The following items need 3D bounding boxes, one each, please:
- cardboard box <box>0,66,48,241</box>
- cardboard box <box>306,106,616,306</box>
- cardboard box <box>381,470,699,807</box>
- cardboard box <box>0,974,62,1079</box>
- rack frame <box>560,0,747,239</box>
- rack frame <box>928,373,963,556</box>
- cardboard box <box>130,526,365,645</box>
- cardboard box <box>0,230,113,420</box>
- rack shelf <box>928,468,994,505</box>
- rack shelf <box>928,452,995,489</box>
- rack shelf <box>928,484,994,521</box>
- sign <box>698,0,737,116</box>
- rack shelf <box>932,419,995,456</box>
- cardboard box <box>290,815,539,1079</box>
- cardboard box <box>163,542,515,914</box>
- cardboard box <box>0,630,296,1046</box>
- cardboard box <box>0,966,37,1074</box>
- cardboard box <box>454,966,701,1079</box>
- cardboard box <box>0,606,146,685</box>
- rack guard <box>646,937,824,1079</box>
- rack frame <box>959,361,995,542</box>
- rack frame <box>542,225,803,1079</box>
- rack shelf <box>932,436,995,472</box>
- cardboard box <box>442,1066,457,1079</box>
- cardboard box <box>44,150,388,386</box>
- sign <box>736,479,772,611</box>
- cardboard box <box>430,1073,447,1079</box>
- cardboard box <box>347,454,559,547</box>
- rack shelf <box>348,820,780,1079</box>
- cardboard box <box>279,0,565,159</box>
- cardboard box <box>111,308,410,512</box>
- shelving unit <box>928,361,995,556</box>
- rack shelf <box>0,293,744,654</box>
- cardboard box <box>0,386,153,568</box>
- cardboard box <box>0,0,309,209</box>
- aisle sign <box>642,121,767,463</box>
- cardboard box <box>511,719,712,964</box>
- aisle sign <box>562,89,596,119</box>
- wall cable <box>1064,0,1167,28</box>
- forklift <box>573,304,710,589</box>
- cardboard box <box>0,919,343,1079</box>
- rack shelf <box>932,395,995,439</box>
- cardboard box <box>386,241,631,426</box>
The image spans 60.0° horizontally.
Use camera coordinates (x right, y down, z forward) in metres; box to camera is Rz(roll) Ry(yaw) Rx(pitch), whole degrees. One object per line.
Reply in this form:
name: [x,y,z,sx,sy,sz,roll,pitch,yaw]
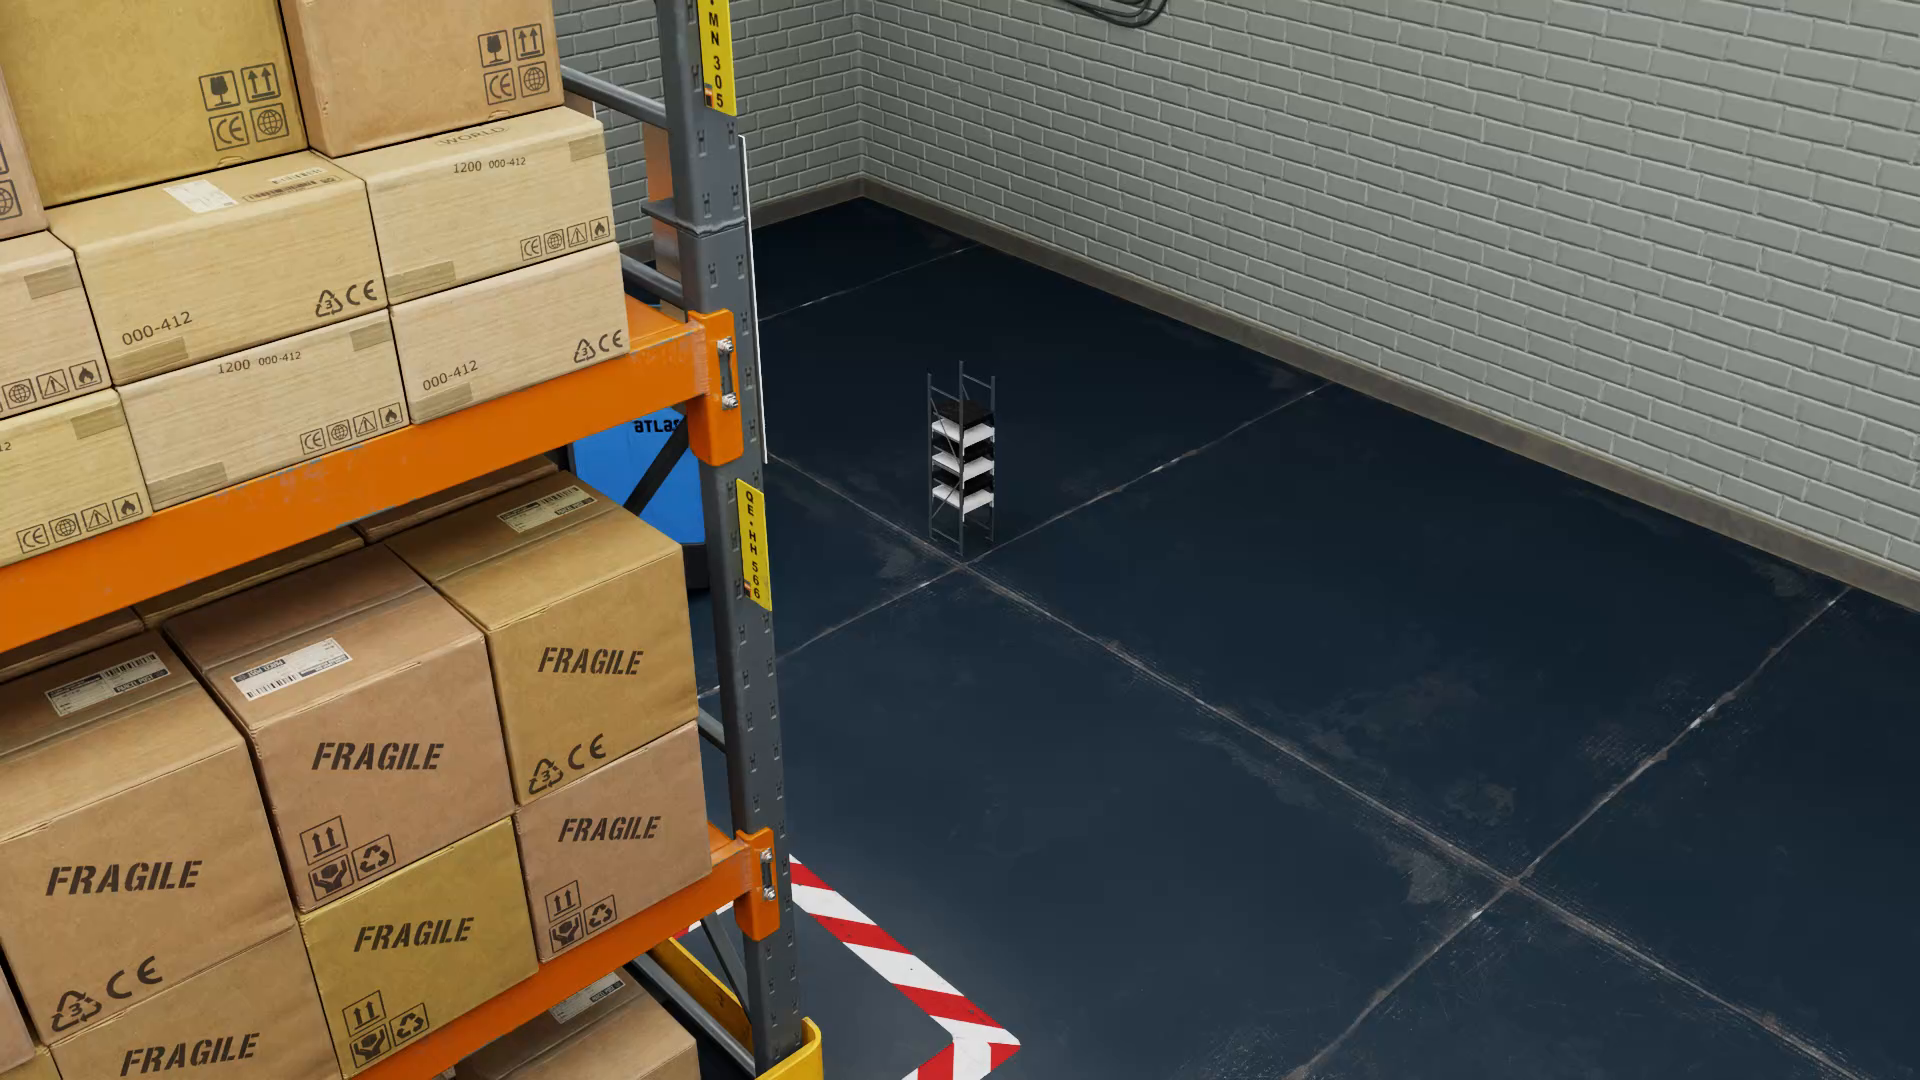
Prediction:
cardboard box: [-1.934,-0.774,2.710,0.500,0.500,0.700,-26,40,-35]
cardboard box: [-1.053,-0.726,3.351,0.500,0.250,0.500,-26,40,-35]
cardboard box: [-0.989,0.217,3.965,0.500,0.500,0.500,-26,40,-36]
cardboard box: [-2.111,1.183,3.344,0.500,0.500,0.500,-26,40,-36]
rack frame: [-0.850,-2.136,3.117,0.127,3.000,1.000,-26,40,-35]
rack frame: [-0.069,-0.351,7.961,0.006,0.900,0.240,-26,40,-35]
cardboard box: [-1.733,0.199,3.995,0.500,0.500,0.500,-25,40,-35]
cardboard box: [-1.789,-0.372,2.773,0.500,0.250,0.500,-26,40,-35]
rack shelf: [0.006,-0.282,8.084,0.200,0.077,0.258,-26,40,-35]
rack shelf: [0.006,-0.358,8.037,0.200,0.077,0.258,-26,40,-35]
rack shelf: [0.006,-0.205,8.131,0.200,0.077,0.258,-26,40,-35]
sign: [-0.487,-1.014,3.310,0.005,0.325,0.100,-26,40,-35]
rack shelf: [0.006,-0.512,7.943,0.200,0.077,0.258,-26,40,-35]
cardboard box: [-1.371,0.829,3.923,0.500,0.500,0.500,-25,40,-35]
cardboard box: [-1.359,0.397,3.671,0.500,0.500,0.500,-25,39,-34]
cardboard box: [-1.736,0.583,3.368,0.500,0.500,0.500,-25,39,-34]
cardboard box: [-2.113,0.765,3.070,0.500,0.500,0.500,-24,39,-34]
cardboard box: [-1.081,1.589,4.750,0.500,0.500,0.500,-26,40,-35]
cardboard box: [-2.103,0.375,3.707,0.500,0.500,0.500,-25,39,-35]
rack guard: [-0.906,1.517,5.290,0.348,0.500,1.175,-26,40,-35]
rack frame: [0.081,-0.423,8.079,0.006,0.900,0.240,-26,40,-35]
rack frame: [-0.850,0.424,4.682,0.127,3.000,1.000,-26,40,-35]
rack shelf: [0.006,-0.435,7.990,0.200,0.077,0.258,-26,40,-35]
cardboard box: [-1.574,1.550,5.133,0.250,0.166,0.380,-26,40,-35]
cardboard box: [-1.420,-0.548,3.060,0.500,0.250,0.500,-26,40,-35]
sign: [-0.487,0.014,3.939,0.005,0.325,0.100,-26,40,-35]
cardboard box: [-1.808,1.671,4.857,0.500,0.250,0.500,-26,40,-35]
cardboard box: [-1.355,0.011,4.303,0.500,0.500,0.500,-24,39,-34]
rack shelf: [-2.317,1.440,3.709,4.000,0.370,1.077,-26,40,-35]
cardboard box: [-1.216,-1.137,3.304,0.500,0.500,0.700,-26,40,-35]
cardboard box: [-1.422,-0.336,3.192,0.500,0.250,0.500,-26,40,-35]
shelving unit: [0.006,-0.387,8.020,0.210,0.900,0.258,-26,40,-35]
rack shelf: [-2.317,0.160,2.927,4.000,0.370,1.077,-26,40,-35]
cardboard box: [-1.779,-0.154,2.894,0.500,0.250,0.500,-26,40,-35]
cardboard box: [-1.640,-0.992,3.067,0.500,0.500,0.700,-26,40,-35]
aisle sign: [-0.592,-0.593,3.852,0.004,0.787,0.394,-26,40,-35]
cardboard box: [-0.993,0.644,4.226,0.500,0.500,0.500,-24,39,-34]
aisle sign: [-1.000,-0.822,4.227,0.004,0.787,0.394,-26,40,-35]
wall cable: [0.169,-4.574,10.081,0.112,2.526,3.097,-26,40,-35]
forklift: [-2.632,-1.200,7.403,3.031,2.935,1.130,-2,31,-2]
cardboard box: [-1.741,1.004,3.637,0.500,0.500,0.500,-25,40,-35]
rack shelf: [0.006,-0.589,7.896,0.200,0.077,0.258,-26,40,-35]
cardboard box: [-1.047,-0.509,3.476,0.500,0.250,0.500,-26,40,-35]
